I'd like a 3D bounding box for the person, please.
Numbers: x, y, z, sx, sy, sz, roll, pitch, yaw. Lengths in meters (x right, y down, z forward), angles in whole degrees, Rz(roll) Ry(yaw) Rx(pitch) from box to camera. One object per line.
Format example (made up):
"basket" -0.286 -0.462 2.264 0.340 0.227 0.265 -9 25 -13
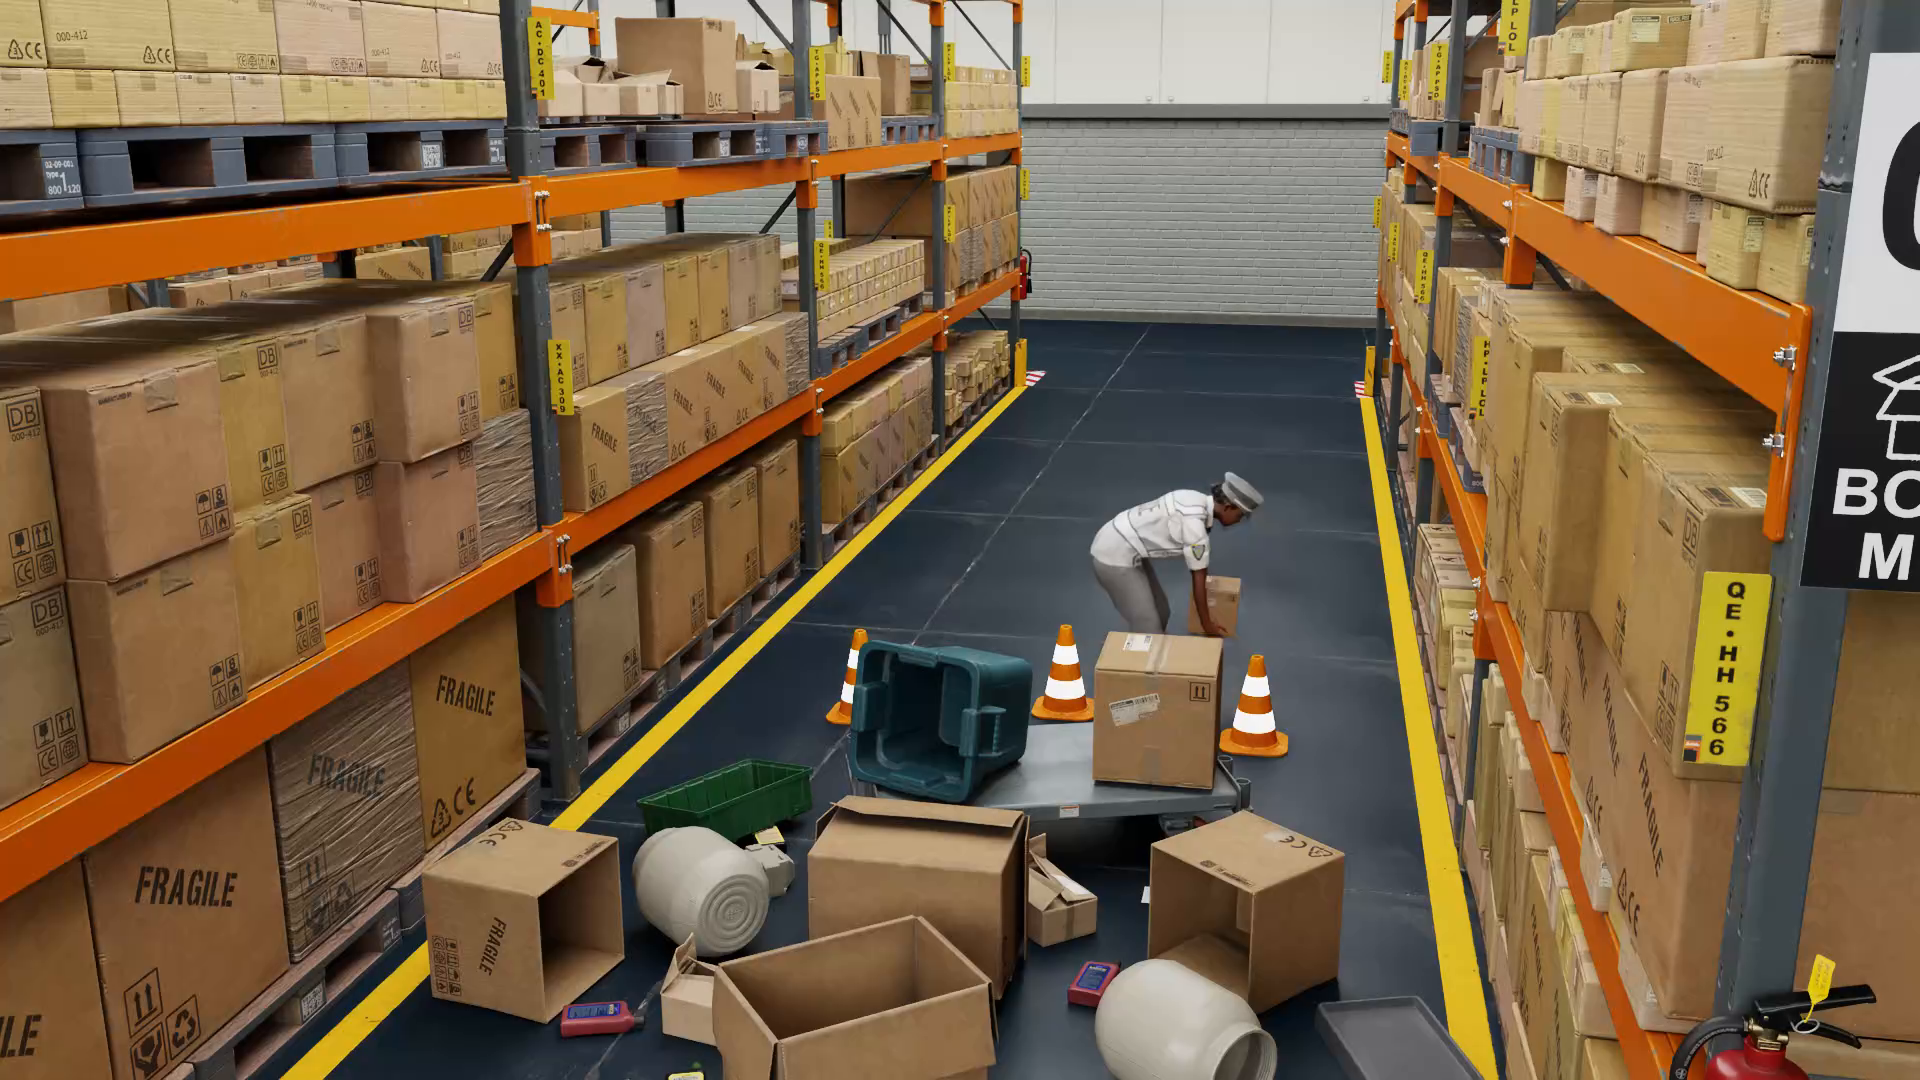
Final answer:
"person" 1.126 0.274 8.730 0.891 1.284 0.422 2 15 9
